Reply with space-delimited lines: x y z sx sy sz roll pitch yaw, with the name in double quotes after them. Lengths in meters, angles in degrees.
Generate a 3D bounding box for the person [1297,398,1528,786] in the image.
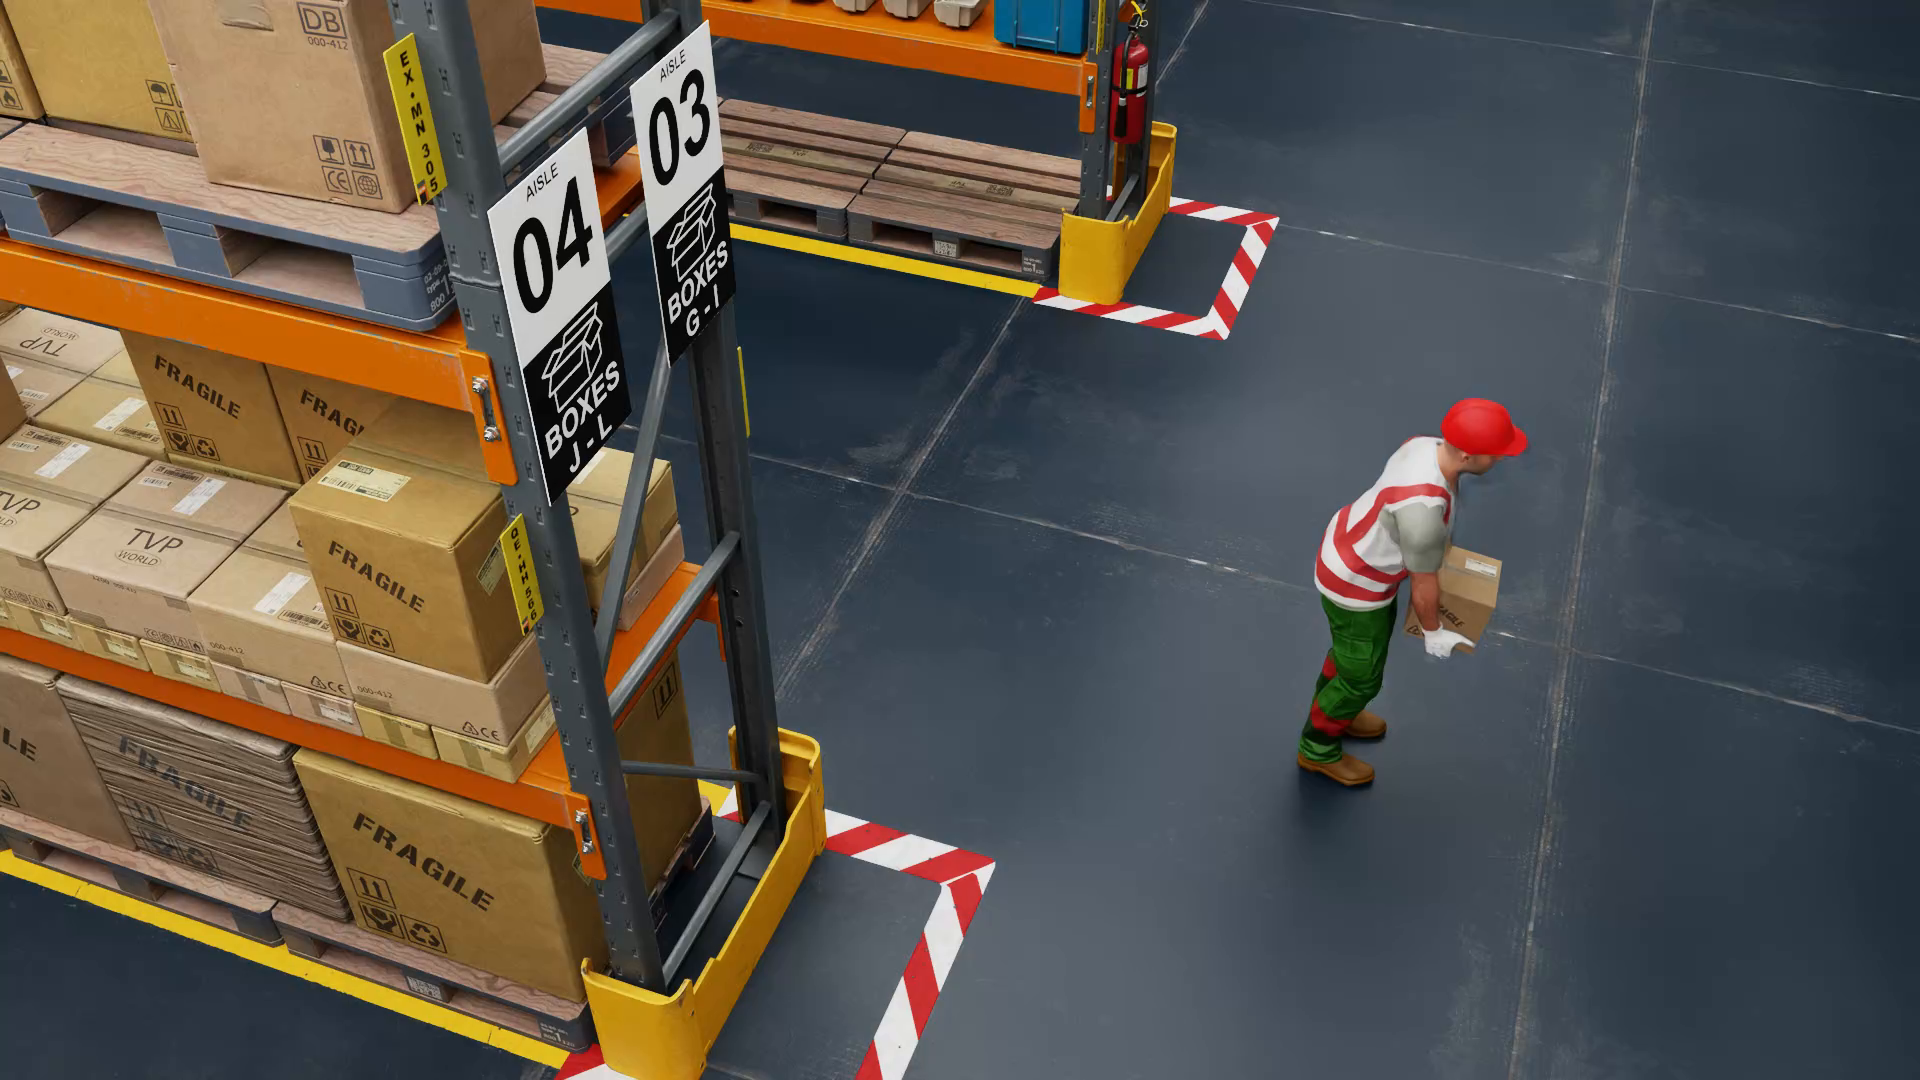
1.575 0.178 5.984 0.603 1.725 0.483 13 43 14 "person"
